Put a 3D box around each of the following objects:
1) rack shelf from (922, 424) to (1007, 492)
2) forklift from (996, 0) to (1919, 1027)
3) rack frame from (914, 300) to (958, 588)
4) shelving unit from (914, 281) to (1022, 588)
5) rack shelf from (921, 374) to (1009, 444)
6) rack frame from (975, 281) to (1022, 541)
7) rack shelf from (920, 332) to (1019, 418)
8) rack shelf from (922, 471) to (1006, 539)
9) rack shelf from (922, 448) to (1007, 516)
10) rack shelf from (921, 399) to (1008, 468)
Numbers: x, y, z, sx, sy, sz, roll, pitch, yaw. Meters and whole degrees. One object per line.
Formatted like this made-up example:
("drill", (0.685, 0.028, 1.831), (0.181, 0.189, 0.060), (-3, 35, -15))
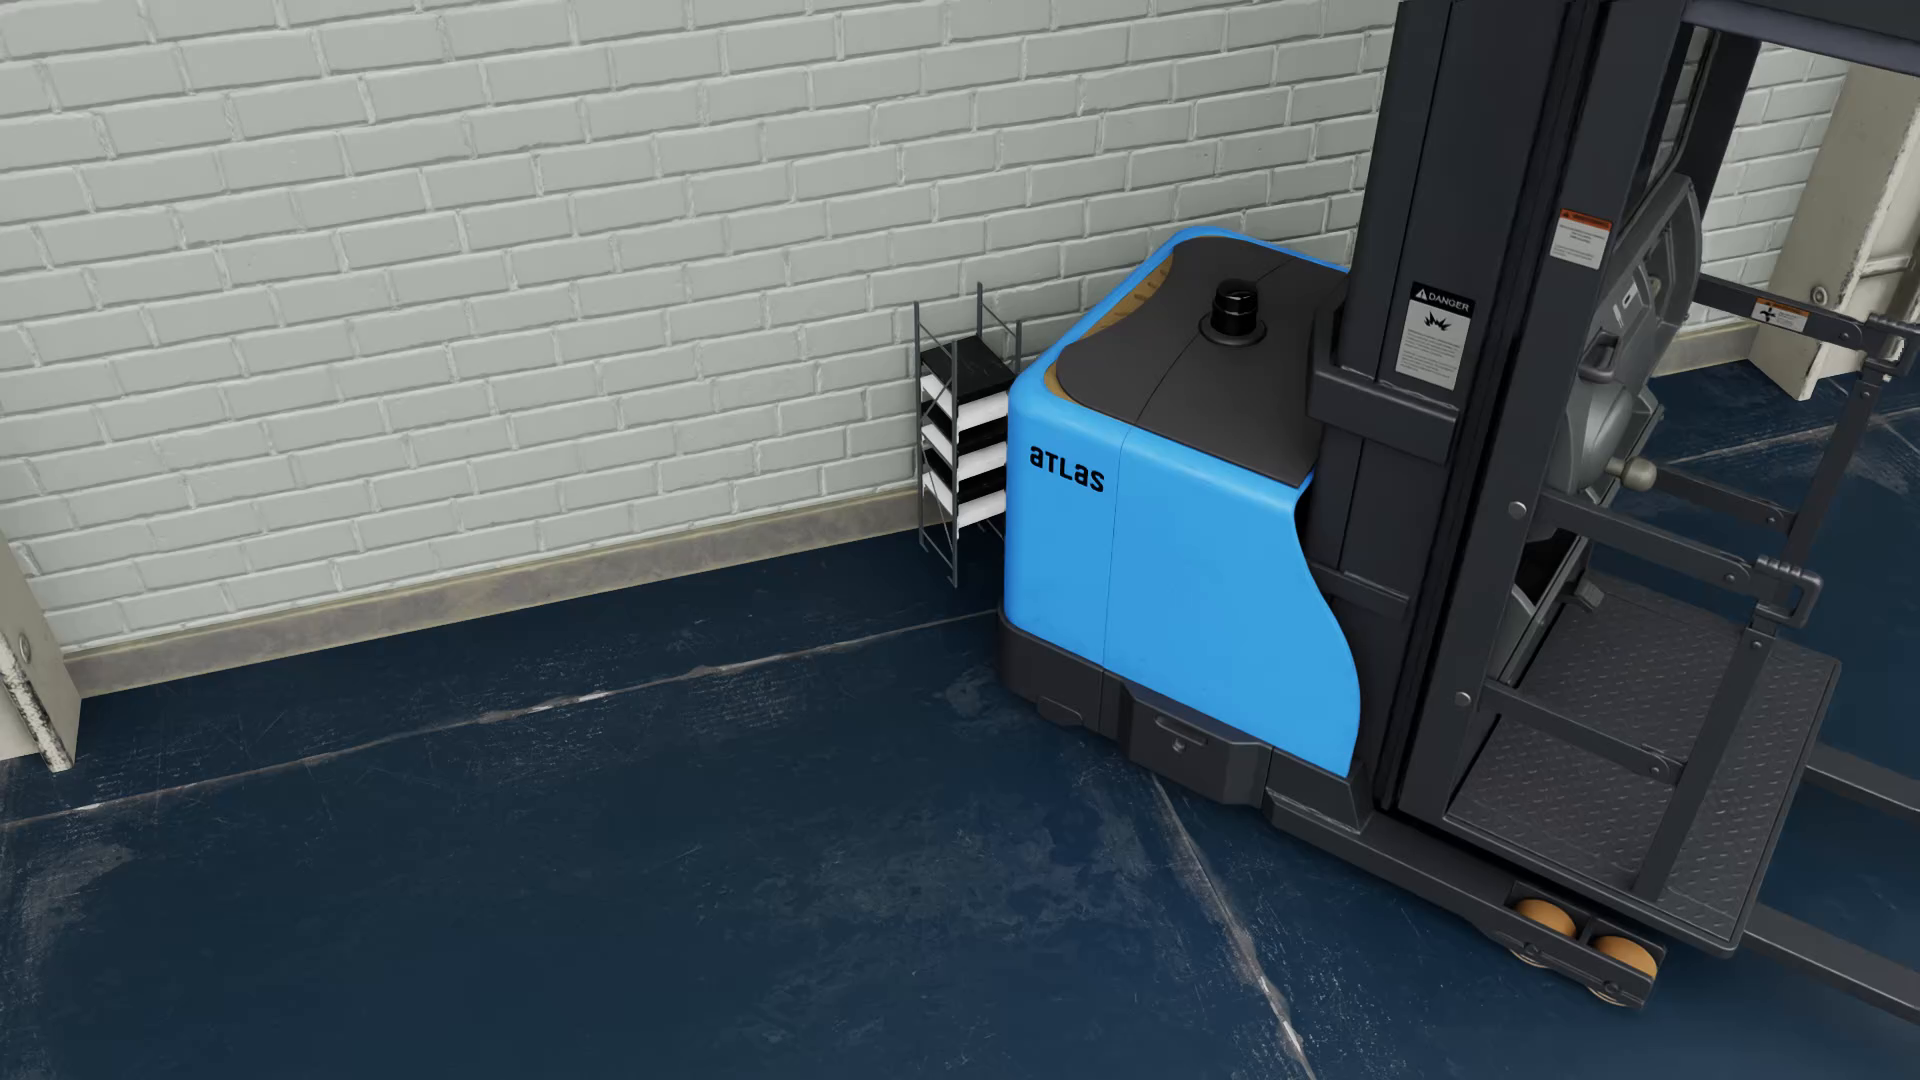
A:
("rack shelf", (0.021, -0.269, 4.925), (0.200, 0.077, 0.258), (-20, 45, -21))
("forklift", (1.613, -0.395, 3.474), (3.031, 2.935, 1.130), (24, 46, 25))
("rack frame", (-0.068, -0.262, 4.866), (0.006, 0.900, 0.240), (-20, 45, -21))
("shelving unit", (0.021, -0.294, 4.903), (0.210, 0.900, 0.258), (-20, 45, -21))
("rack shelf", (0.021, -0.405, 4.807), (0.200, 0.077, 0.258), (-20, 45, -21))
("rack frame", (0.110, -0.327, 4.940), (0.006, 0.900, 0.240), (-20, 45, -21))
("rack shelf", (0.021, -0.473, 4.747), (0.200, 0.077, 0.258), (-20, 45, -21))
("rack shelf", (0.021, -0.134, 5.043), (0.200, 0.077, 0.258), (-20, 45, -21))
("rack shelf", (0.021, -0.202, 4.984), (0.200, 0.077, 0.258), (-20, 45, -21))
("rack shelf", (0.021, -0.337, 4.866), (0.200, 0.077, 0.258), (-20, 45, -21))
